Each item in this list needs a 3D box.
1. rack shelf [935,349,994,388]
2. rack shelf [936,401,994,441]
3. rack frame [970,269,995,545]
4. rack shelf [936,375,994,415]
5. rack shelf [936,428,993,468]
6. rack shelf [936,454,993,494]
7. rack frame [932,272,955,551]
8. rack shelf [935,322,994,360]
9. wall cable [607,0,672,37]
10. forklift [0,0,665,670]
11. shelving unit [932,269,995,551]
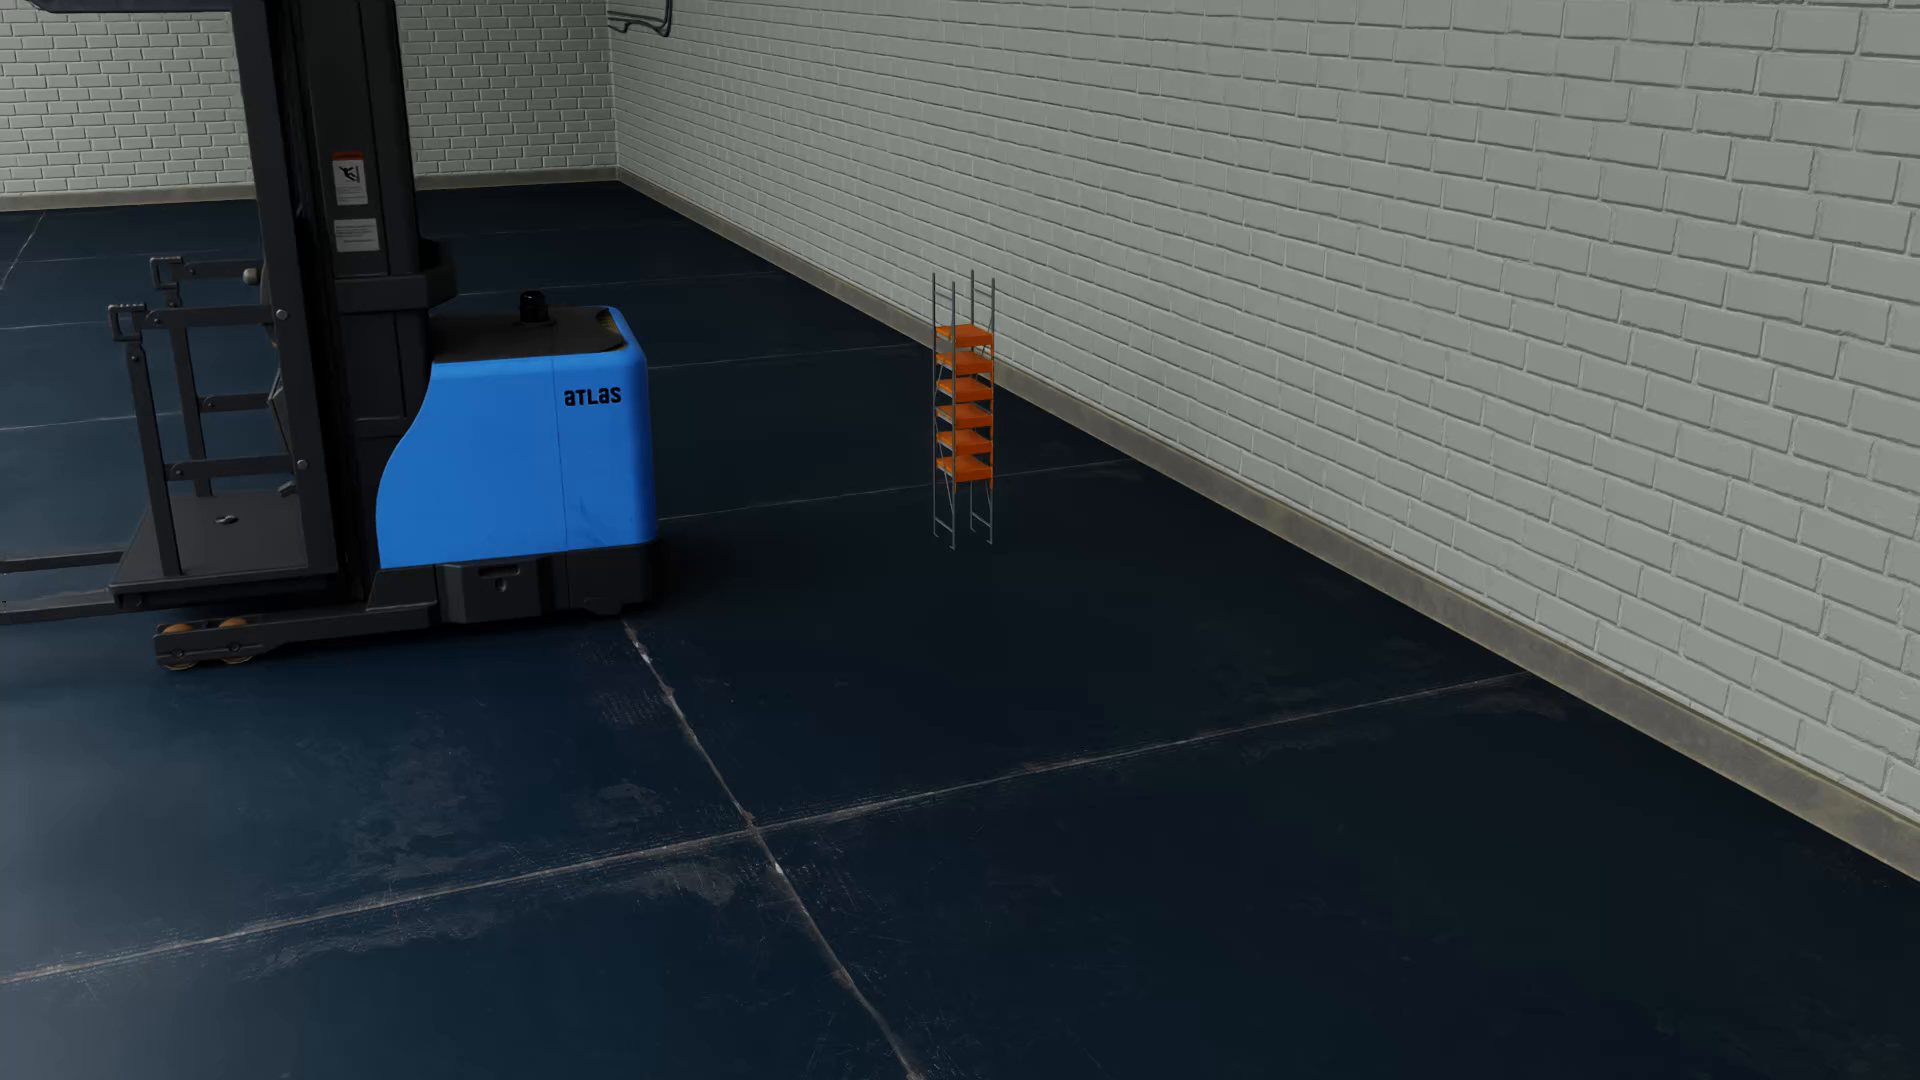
[{"bbox_3d":[0.013,-0.752,7.263,0.180,0.103,0.258,-8,21,-22],"label":"rack shelf"},{"bbox_3d":[0.013,-0.526,7.343,0.180,0.103,0.258,-8,21,-22],"label":"rack shelf"},{"bbox_3d":[0.097,-0.580,7.362,0.006,1.200,0.240,-8,21,-22],"label":"rack frame"},{"bbox_3d":[0.013,-0.639,7.303,0.180,0.103,0.258,-8,21,-22],"label":"rack shelf"},{"bbox_3d":[0.013,-0.413,7.383,0.180,0.103,0.258,-8,21,-22],"label":"rack shelf"},{"bbox_3d":[0.013,-0.300,7.423,0.180,0.103,0.258,-8,21,-22],"label":"rack shelf"},{"bbox_3d":[-0.071,-0.556,7.294,0.006,1.200,0.240,-8,21,-22],"label":"rack frame"},{"bbox_3d":[0.013,-0.866,7.223,0.180,0.103,0.258,-8,21,-22],"label":"rack shelf"},{"bbox_3d":[-3.464,-6.559,17.275,0.112,2.526,3.097,-8,21,-22],"label":"wall cable"},{"bbox_3d":[-2.767,-1.097,6.225,3.031,2.935,1.130,-6,20,-16],"label":"forklift"},{"bbox_3d":[0.013,-0.568,7.328,0.189,1.200,0.258,-8,21,-22],"label":"shelving unit"}]
